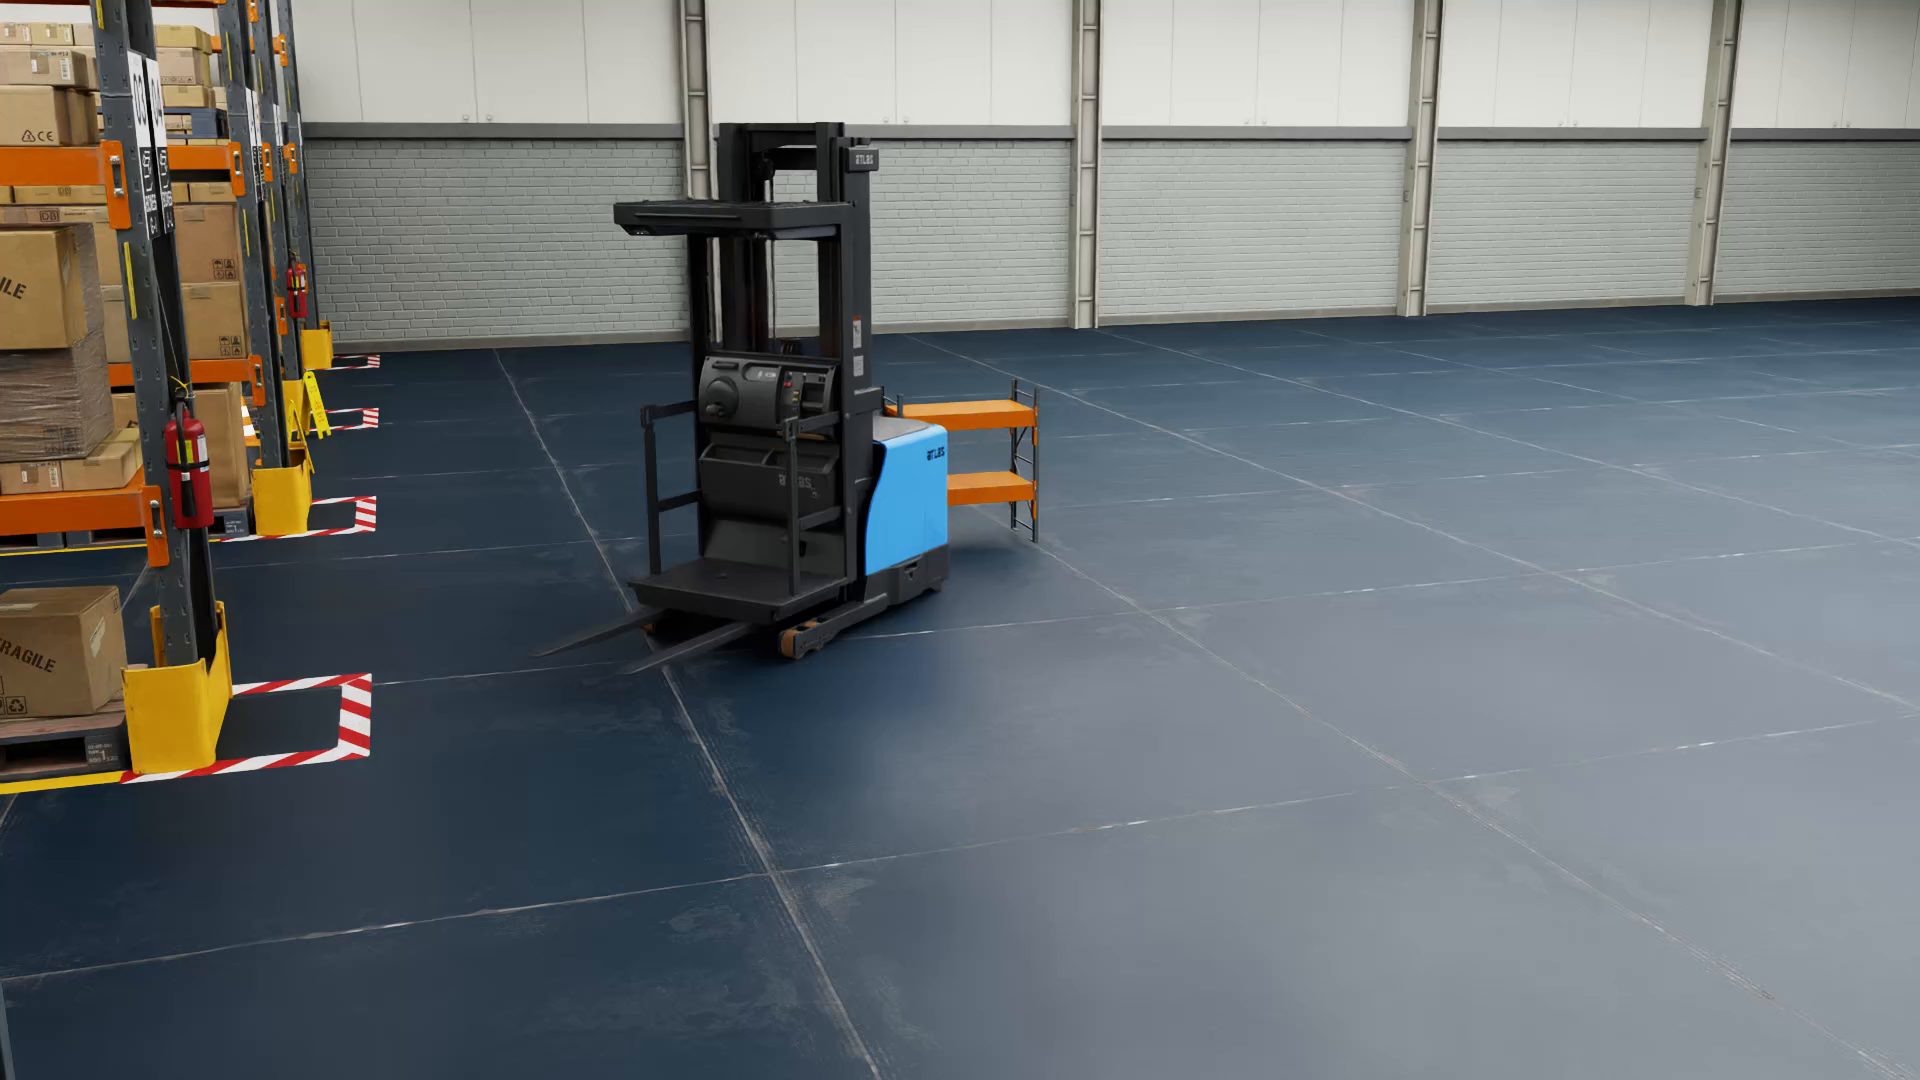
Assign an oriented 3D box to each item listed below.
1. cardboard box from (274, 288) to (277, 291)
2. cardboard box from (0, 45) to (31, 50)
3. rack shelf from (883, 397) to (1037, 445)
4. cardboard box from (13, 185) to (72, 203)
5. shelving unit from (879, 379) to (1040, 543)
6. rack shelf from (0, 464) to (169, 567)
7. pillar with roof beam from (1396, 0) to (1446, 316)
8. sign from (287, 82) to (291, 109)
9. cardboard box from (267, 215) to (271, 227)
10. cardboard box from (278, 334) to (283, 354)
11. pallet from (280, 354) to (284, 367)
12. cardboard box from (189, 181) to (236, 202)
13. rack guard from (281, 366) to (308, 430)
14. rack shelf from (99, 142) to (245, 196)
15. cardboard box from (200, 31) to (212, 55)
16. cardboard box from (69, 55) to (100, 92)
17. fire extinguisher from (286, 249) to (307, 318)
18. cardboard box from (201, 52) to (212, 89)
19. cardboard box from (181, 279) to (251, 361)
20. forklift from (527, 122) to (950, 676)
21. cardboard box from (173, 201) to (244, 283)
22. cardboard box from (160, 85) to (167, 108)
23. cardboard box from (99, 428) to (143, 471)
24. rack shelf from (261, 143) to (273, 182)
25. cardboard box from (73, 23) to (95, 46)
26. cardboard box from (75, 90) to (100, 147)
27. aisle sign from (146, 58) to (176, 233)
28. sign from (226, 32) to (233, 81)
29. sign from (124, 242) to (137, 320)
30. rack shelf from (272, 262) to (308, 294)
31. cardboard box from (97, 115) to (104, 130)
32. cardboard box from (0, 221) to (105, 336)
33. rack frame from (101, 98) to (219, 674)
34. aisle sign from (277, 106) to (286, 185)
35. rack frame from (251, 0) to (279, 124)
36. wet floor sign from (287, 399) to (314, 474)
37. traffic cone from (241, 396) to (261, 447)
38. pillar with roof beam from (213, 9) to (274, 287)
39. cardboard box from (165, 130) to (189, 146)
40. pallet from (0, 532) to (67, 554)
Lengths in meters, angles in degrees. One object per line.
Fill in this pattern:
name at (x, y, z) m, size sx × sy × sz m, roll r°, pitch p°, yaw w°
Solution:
cardboard box at (-9.003, -3.146, 21.762) m, size 0.500 × 0.250 × 0.500 m, roll -5°, pitch 14°, yaw -19°
cardboard box at (-6.551, -3.234, 11.331) m, size 0.500 × 0.250 × 0.500 m, roll -5°, pitch 14°, yaw -18°
rack shelf at (-0.006, -0.831, 11.943) m, size 1.000 × 0.278 × 0.538 m, roll -4°, pitch 14°, yaw -18°
cardboard box at (-8.765, -3.191, 16.055) m, size 0.500 × 0.500 × 0.700 m, roll -5°, pitch 14°, yaw -18°
shelving unit at (-0.006, -0.547, 12.011) m, size 1.048 × 1.125 × 0.538 m, roll -4°, pitch 14°, yaw -18°
rack shelf at (-5.636, -0.028, 7.332) m, size 4.000 × 0.370 × 1.077 m, roll -4°, pitch 14°, yaw -18°
pillar with roof beam at (8.998, -7.236, 23.119) m, size 0.400 × 9.000 × 9.100 m, roll -4°, pitch 14°, yaw -18°
sign at (-8.327, -5.519, 20.637) m, size 0.005 × 0.325 × 0.100 m, roll -4°, pitch 14°, yaw -18°
cardboard box at (-8.727, -4.064, 21.130) m, size 0.250 × 0.149 × 0.380 m, roll -4°, pitch 14°, yaw -17°
cardboard box at (-8.832, -2.550, 21.415) m, size 0.500 × 0.250 × 0.500 m, roll -4°, pitch 14°, yaw -18°
pallet at (-9.199, -2.365, 21.629) m, size 1.213 × 0.211 × 1.003 m, roll -4°, pitch 14°, yaw -18°
cardboard box at (-7.315, -3.293, 16.485) m, size 0.500 × 0.500 × 0.700 m, roll -5°, pitch 14°, yaw -19°
rack guard at (-6.973, -1.477, 17.272) m, size 0.348 × 0.500 × 1.175 m, roll -4°, pitch 14°, yaw -18°
rack shelf at (-7.122, -2.582, 11.590) m, size 4.000 × 0.370 × 1.077 m, roll -4°, pitch 14°, yaw -18°
cardboard box at (-5.644, -3.644, 12.193) m, size 0.250 × 0.149 × 0.380 m, roll -4°, pitch 14°, yaw -17°
cardboard box at (-4.075, -2.136, 7.621) m, size 0.250 × 0.149 × 0.380 m, roll -5°, pitch 14°, yaw -18°
fire extinguisher at (-6.645, -2.569, 16.626) m, size 0.183 × 0.674 × 0.296 m, roll -4°, pitch 14°, yaw -18°
cardboard box at (-5.765, -3.425, 12.137) m, size 0.500 × 0.250 × 0.500 m, roll -4°, pitch 14°, yaw -18°
cardboard box at (-5.563, -1.656, 12.300) m, size 0.550 × 0.550 × 0.875 m, roll -4°, pitch 14°, yaw -18°
forklift at (-1.226, -0.876, 9.494) m, size 1.130 × 2.935 × 3.031 m, roll 7°, pitch 15°, yaw 28°
cardboard box at (-5.590, -2.200, 12.252) m, size 0.550 × 0.550 × 0.875 m, roll -4°, pitch 14°, yaw -18°
cardboard box at (-5.672, -3.093, 11.603) m, size 0.250 × 0.149 × 0.380 m, roll -4°, pitch 14°, yaw -18°
cardboard box at (-4.086, -0.434, 8.030) m, size 0.250 × 0.149 × 0.380 m, roll -4°, pitch 14°, yaw -18°
rack shelf at (-8.796, -3.661, 16.122) m, size 4.000 × 0.370 × 1.077 m, roll -4°, pitch 14°, yaw -18°
cardboard box at (-5.917, -3.462, 11.430) m, size 0.250 × 0.149 × 0.380 m, roll -4°, pitch 14°, yaw -17°
cardboard box at (-4.279, -1.933, 7.628) m, size 0.500 × 0.250 × 0.500 m, roll -4°, pitch 14°, yaw -16°
aisle sign at (-3.777, -1.860, 7.864) m, size 0.004 × 0.787 × 0.394 m, roll -4°, pitch 14°, yaw -18°
sign at (-5.066, -3.352, 11.529) m, size 0.005 × 0.325 × 0.100 m, roll -4°, pitch 14°, yaw -18°
sign at (-3.582, -1.119, 7.181) m, size 0.005 × 0.325 × 0.100 m, roll -4°, pitch 14°, yaw -18°
rack shelf at (-10.383, -3.290, 21.045) m, size 4.000 × 0.370 × 1.077 m, roll -4°, pitch 14°, yaw -18°
cardboard box at (-8.267, -4.057, 15.915) m, size 0.500 × 0.250 × 0.500 m, roll -4°, pitch 14°, yaw -16°
cardboard box at (-4.348, -1.224, 7.788) m, size 0.500 × 0.500 × 0.500 m, roll -4°, pitch 14°, yaw -18°
rack frame at (-3.740, -0.525, 7.869) m, size 0.127 × 3.000 × 1.000 m, roll -4°, pitch 14°, yaw -18°
aisle sign at (-6.941, -4.036, 17.011) m, size 0.004 × 0.787 × 0.394 m, roll -4°, pitch 14°, yaw -18°
rack frame at (-6.901, -5.617, 16.313) m, size 0.127 × 3.000 × 1.000 m, roll -4°, pitch 14°, yaw -18°
wet floor sign at (-5.830, -0.912, 14.581) m, size 0.232 × 0.644 × 0.267 m, roll -7°, pitch 15°, yaw -28°
traffic cone at (-6.897, -1.150, 15.978) m, size 0.334 × 0.463 × 0.336 m, roll -4°, pitch 14°, yaw -18°
pillar with roof beam at (-8.062, -5.908, 17.534) m, size 0.400 × 9.000 × 9.100 m, roll -4°, pitch 14°, yaw -18°
cardboard box at (-7.638, -3.911, 16.162) m, size 0.250 × 0.149 × 0.380 m, roll -4°, pitch 14°, yaw -16°
pallet at (-7.113, -0.099, 12.102) m, size 1.213 × 0.211 × 1.003 m, roll -4°, pitch 14°, yaw -18°
